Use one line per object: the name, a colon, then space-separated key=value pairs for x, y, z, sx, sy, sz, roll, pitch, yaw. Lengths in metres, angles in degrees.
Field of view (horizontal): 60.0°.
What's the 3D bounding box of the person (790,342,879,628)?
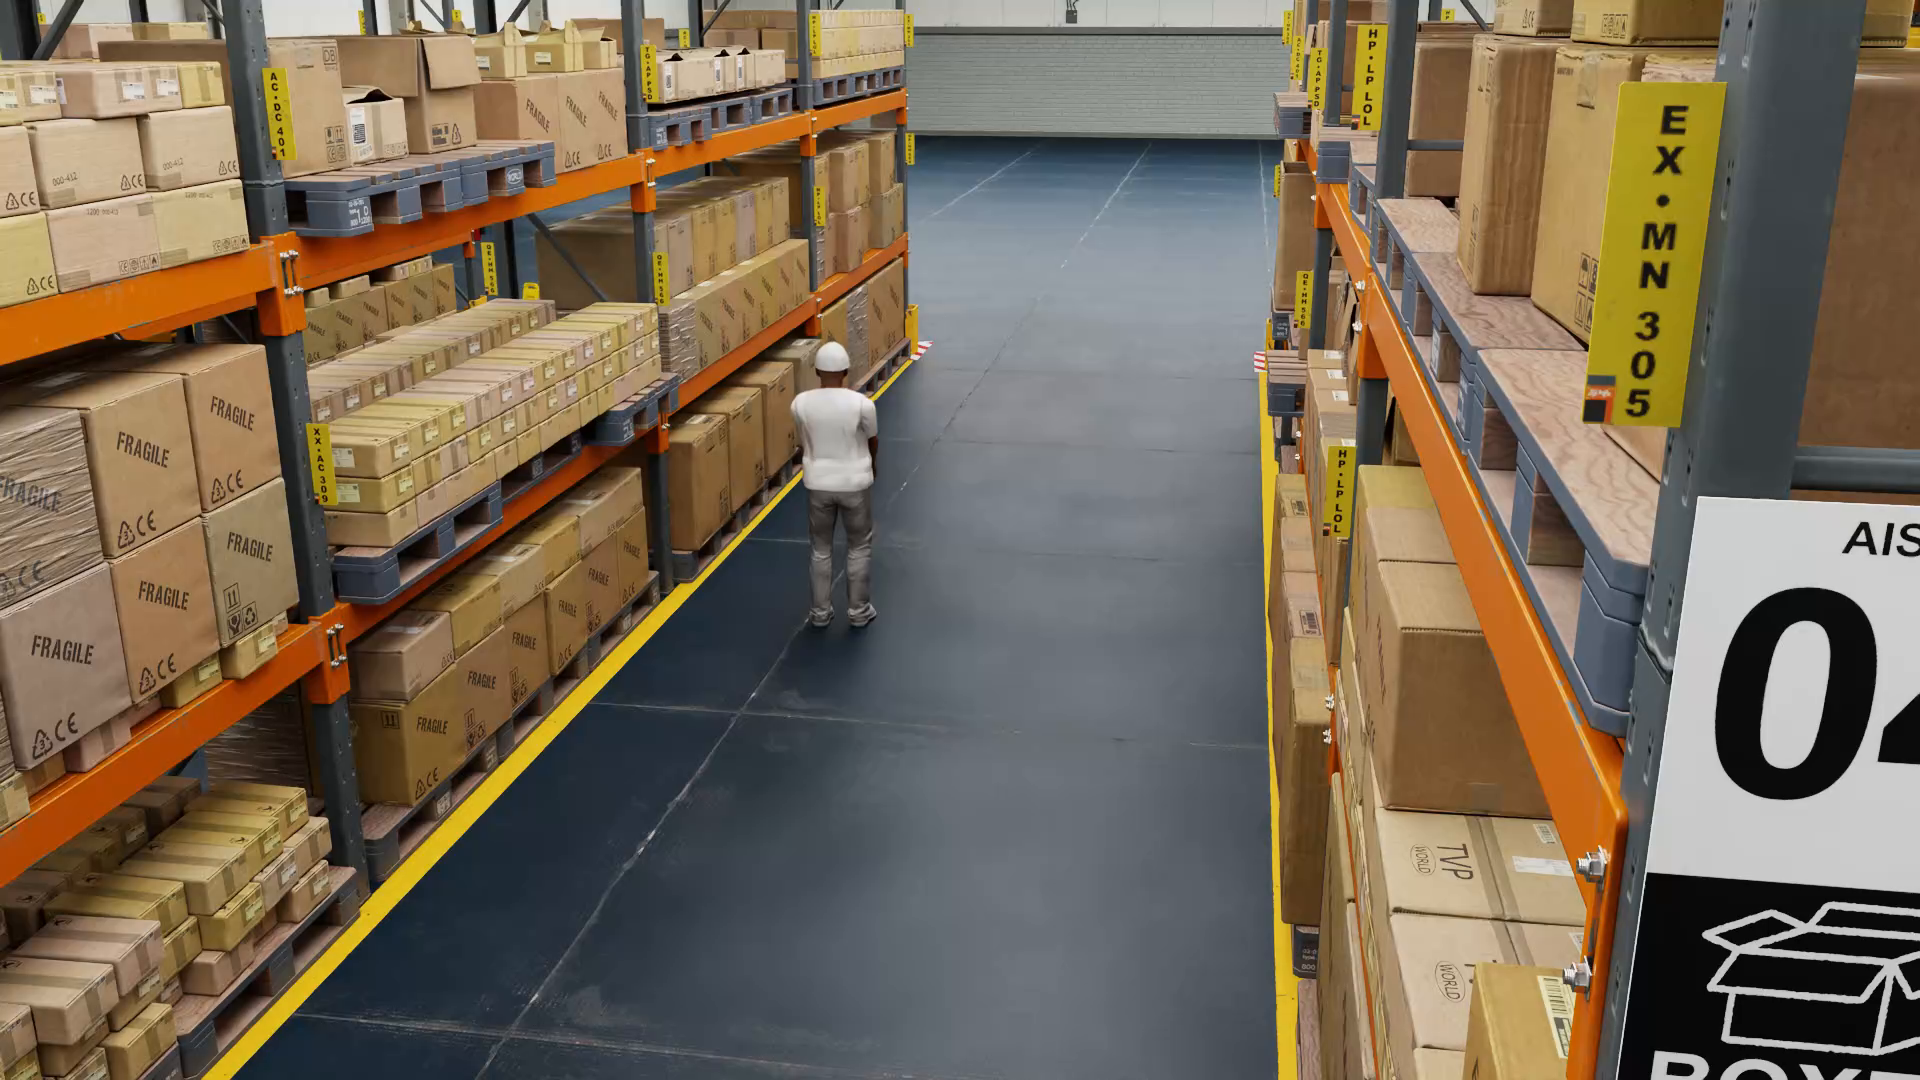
person: x=-0.729 y=-0.354 z=10.120 sx=0.505 sy=1.763 sz=0.557 roll=3 pitch=18 yaw=8
